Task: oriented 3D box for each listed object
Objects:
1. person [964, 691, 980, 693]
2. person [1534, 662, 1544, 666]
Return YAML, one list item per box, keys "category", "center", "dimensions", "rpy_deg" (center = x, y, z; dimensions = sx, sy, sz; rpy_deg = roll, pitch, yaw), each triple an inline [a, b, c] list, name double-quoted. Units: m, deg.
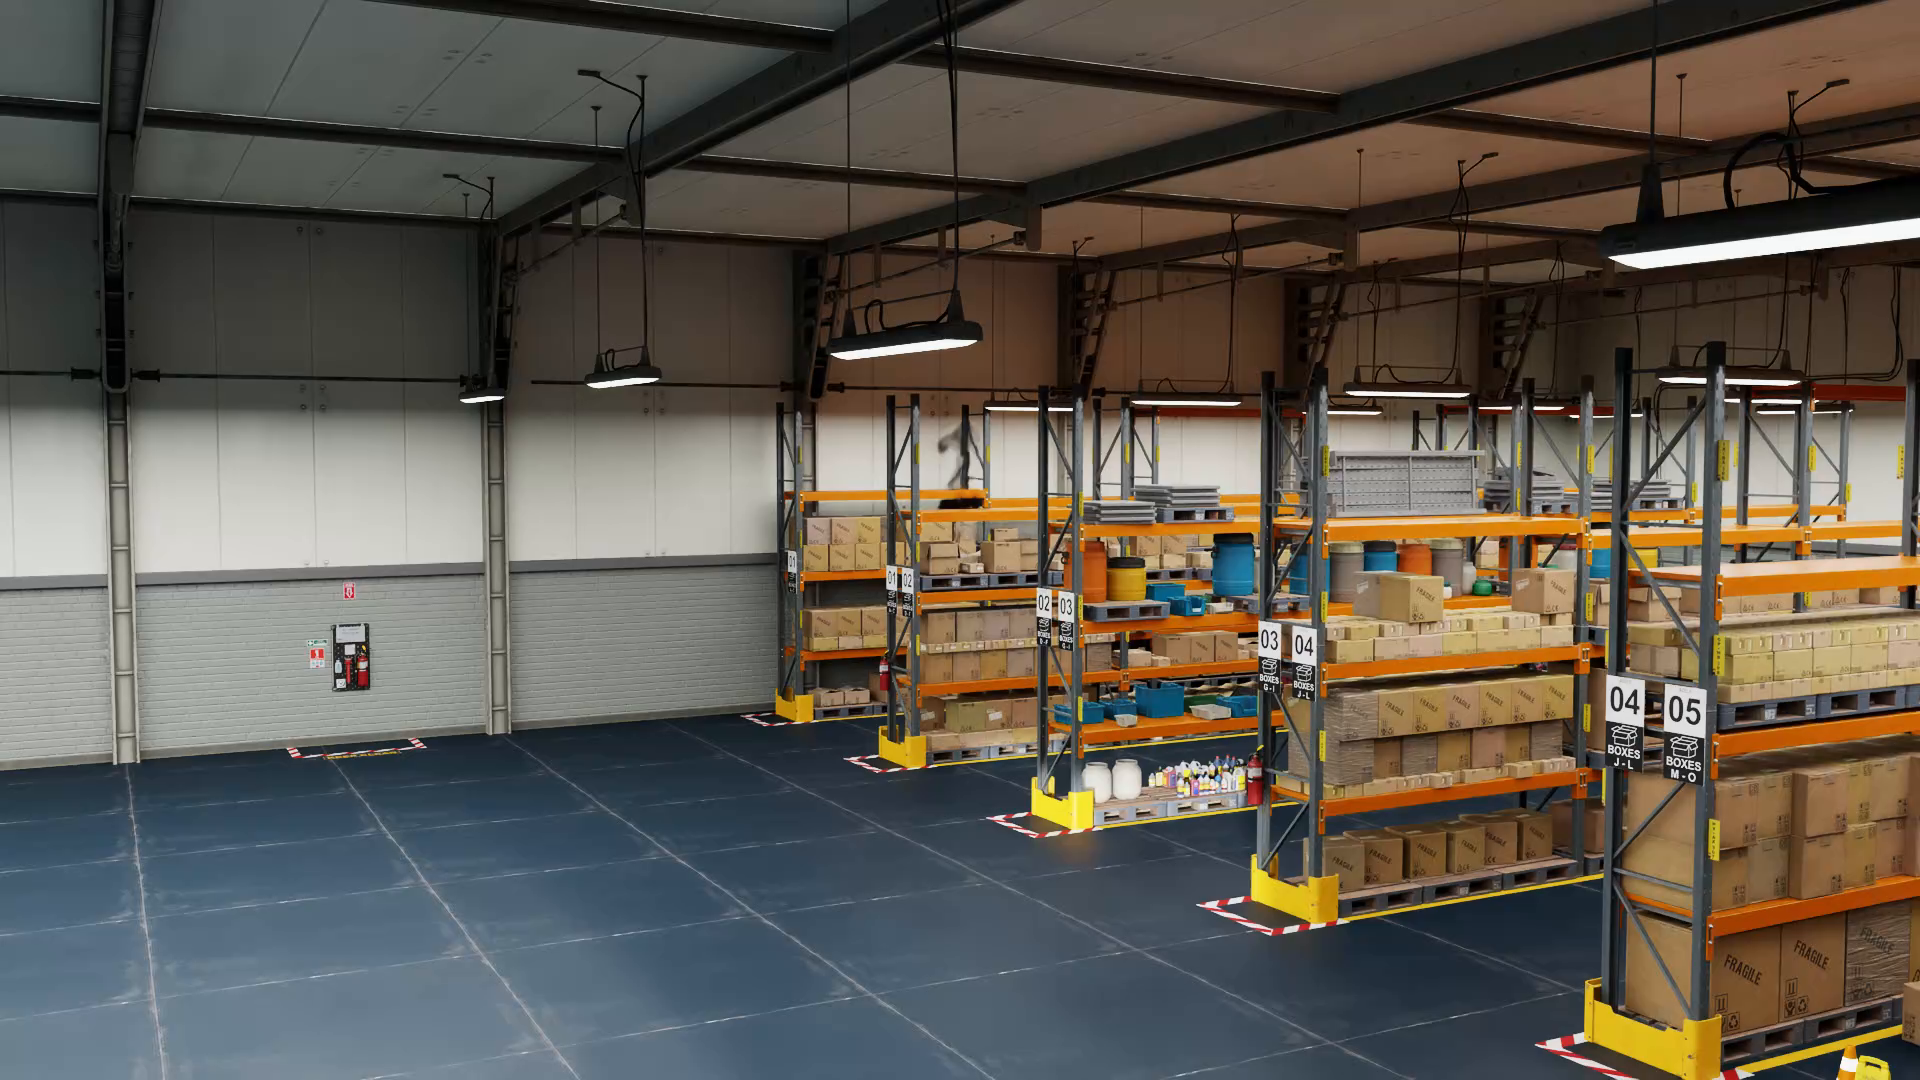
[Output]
- category: "person"
  center: [0.226, 2.633, 29.970]
  dimensions: [0.723, 1.704, 0.648]
  rpy_deg: [-2, 4, -30]
- category: "person"
  center: [10.191, 2.688, 28.946]
  dimensions: [0.845, 1.702, 0.740]
  rpy_deg: [-1, 3, -9]
